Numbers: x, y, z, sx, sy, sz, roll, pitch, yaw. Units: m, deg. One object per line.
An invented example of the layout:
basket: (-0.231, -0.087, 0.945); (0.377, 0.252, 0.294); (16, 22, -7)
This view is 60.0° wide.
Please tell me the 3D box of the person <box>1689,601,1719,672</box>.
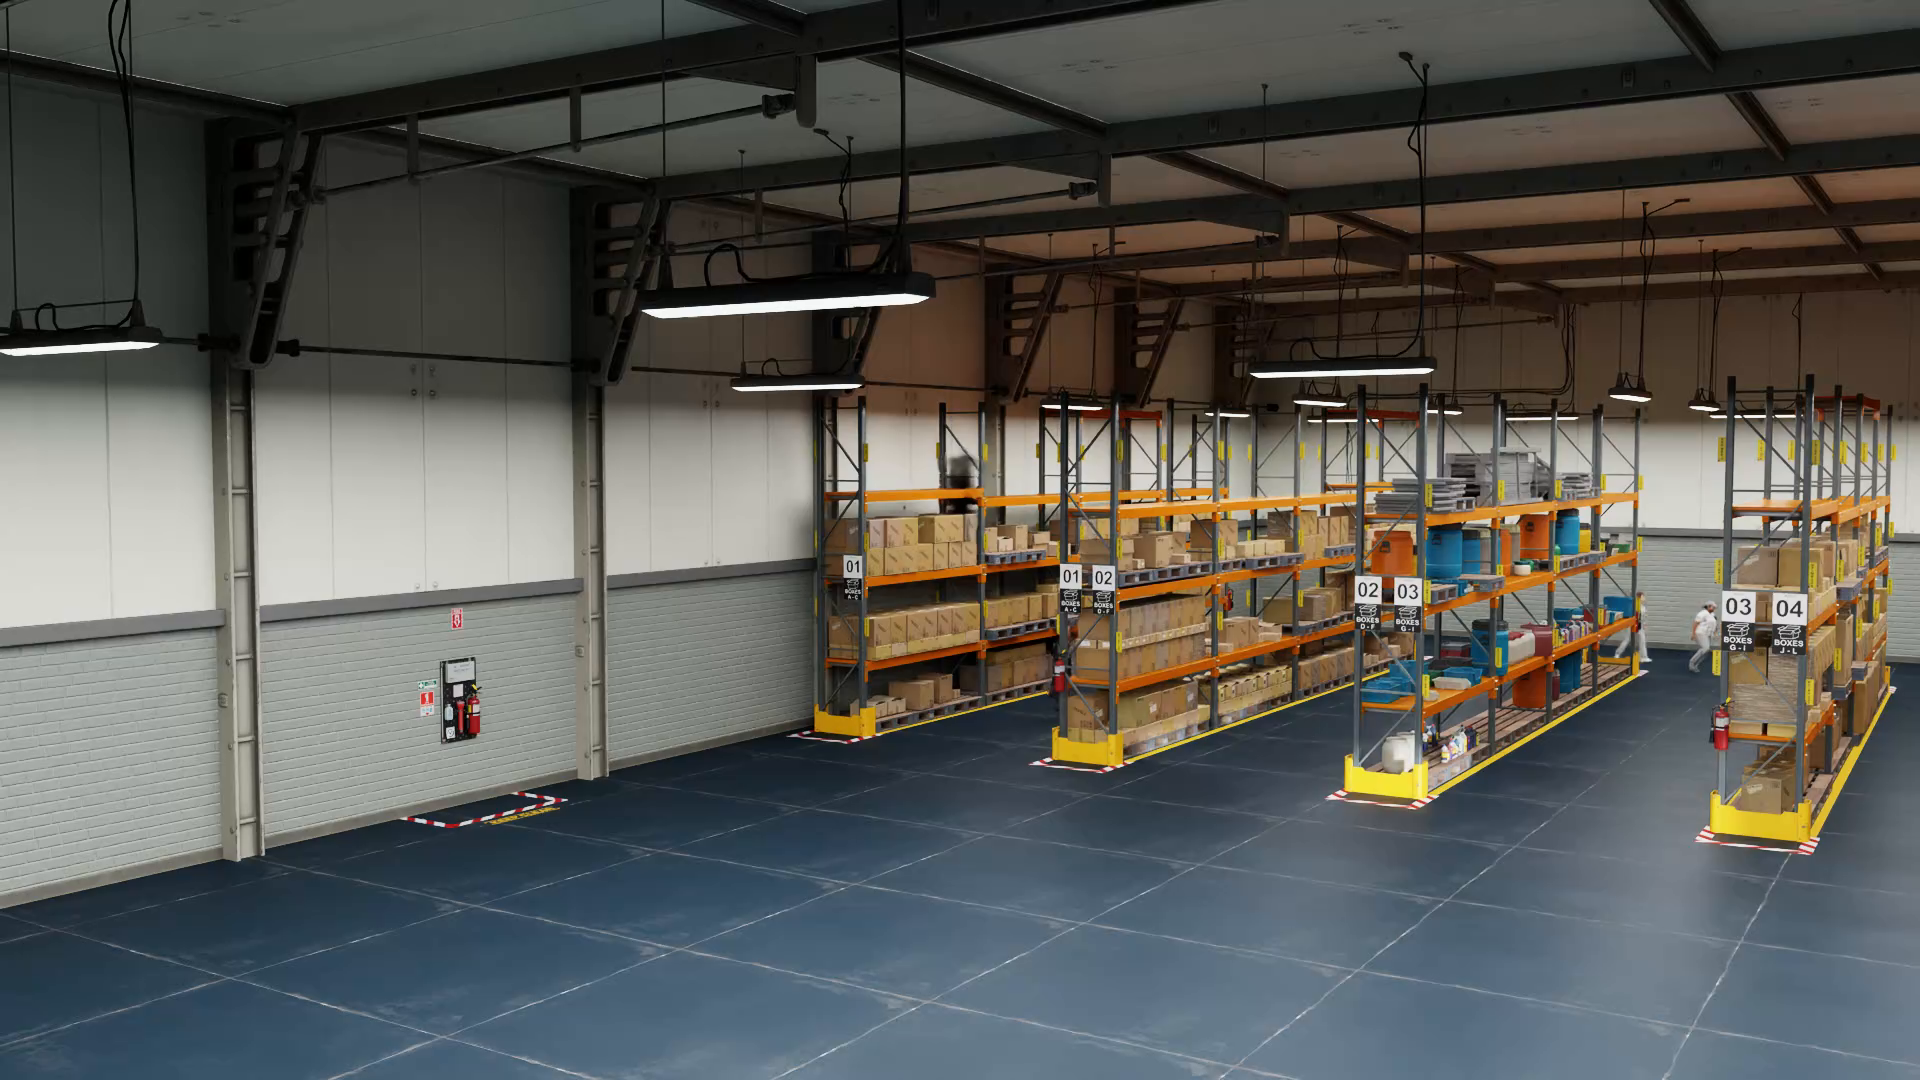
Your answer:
person: (16.932, 2.201, 37.880); (0.731, 1.627, 0.528); (-2, 4, -31)

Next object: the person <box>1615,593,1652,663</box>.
person: (16.064, 2.070, 39.408); (0.603, 1.649, 0.972); (-1, 3, -26)

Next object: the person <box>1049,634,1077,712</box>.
person: (1.964, 2.523, 31.249); (0.694, 1.673, 0.555); (3, 4, 41)
